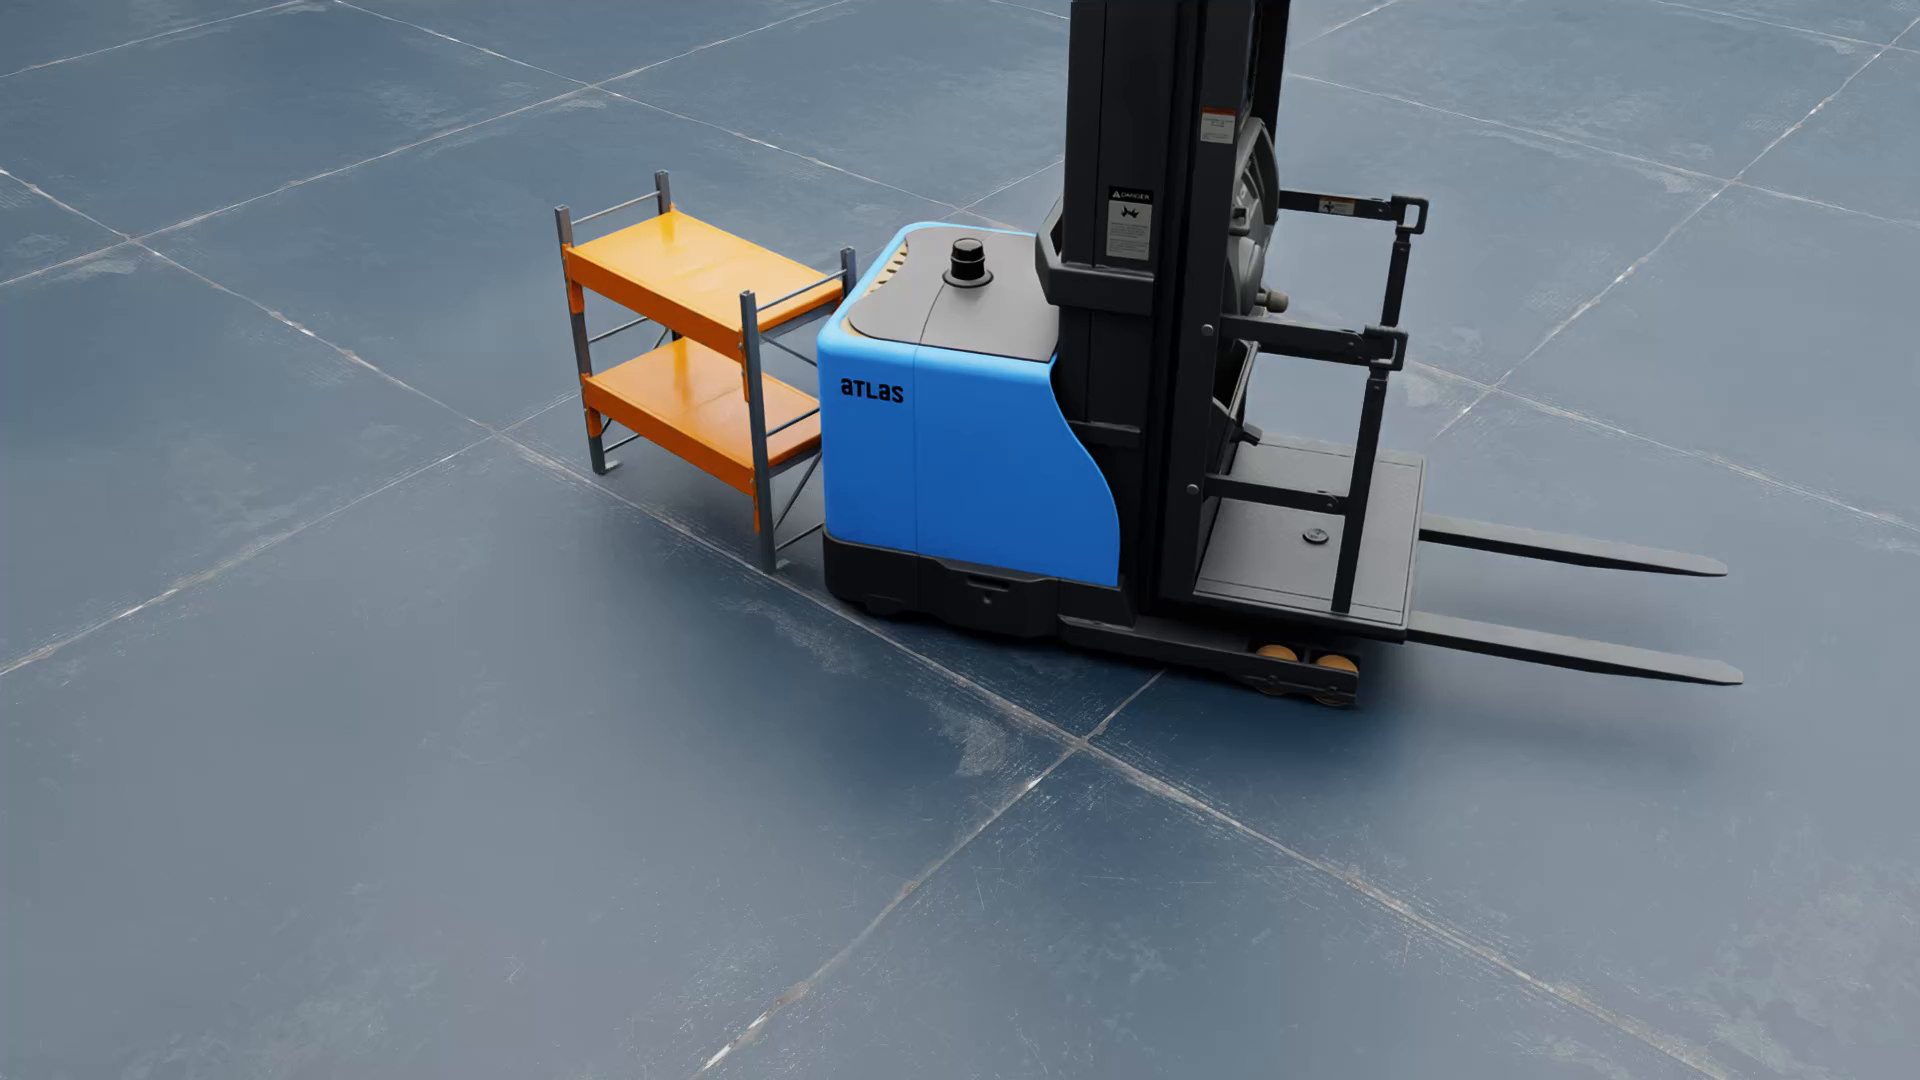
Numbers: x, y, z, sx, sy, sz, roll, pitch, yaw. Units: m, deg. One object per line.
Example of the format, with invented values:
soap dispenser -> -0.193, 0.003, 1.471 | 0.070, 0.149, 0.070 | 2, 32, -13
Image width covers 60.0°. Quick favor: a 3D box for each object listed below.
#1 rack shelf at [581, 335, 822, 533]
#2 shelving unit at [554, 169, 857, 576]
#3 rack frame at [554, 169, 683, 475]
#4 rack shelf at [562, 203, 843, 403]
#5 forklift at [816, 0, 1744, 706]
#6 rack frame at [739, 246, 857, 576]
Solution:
rack shelf -> -0.914, -0.436, 6.324 | 1.000, 0.278, 0.538 | 28, 43, 34
shelving unit -> -0.914, -0.638, 6.185 | 1.048, 1.125, 0.538 | 28, 43, 34
rack frame -> -1.286, -0.834, 6.471 | 0.032, 1.125, 0.500 | 28, 43, 34
rack shelf -> -0.914, -0.879, 6.020 | 1.000, 0.278, 0.538 | 28, 43, 34
forklift -> 1.096, -1.000, 5.117 | 3.031, 2.935, 1.130 | 10, 36, 14
rack frame -> -0.541, -0.442, 5.900 | 0.032, 1.125, 0.500 | 28, 43, 34
